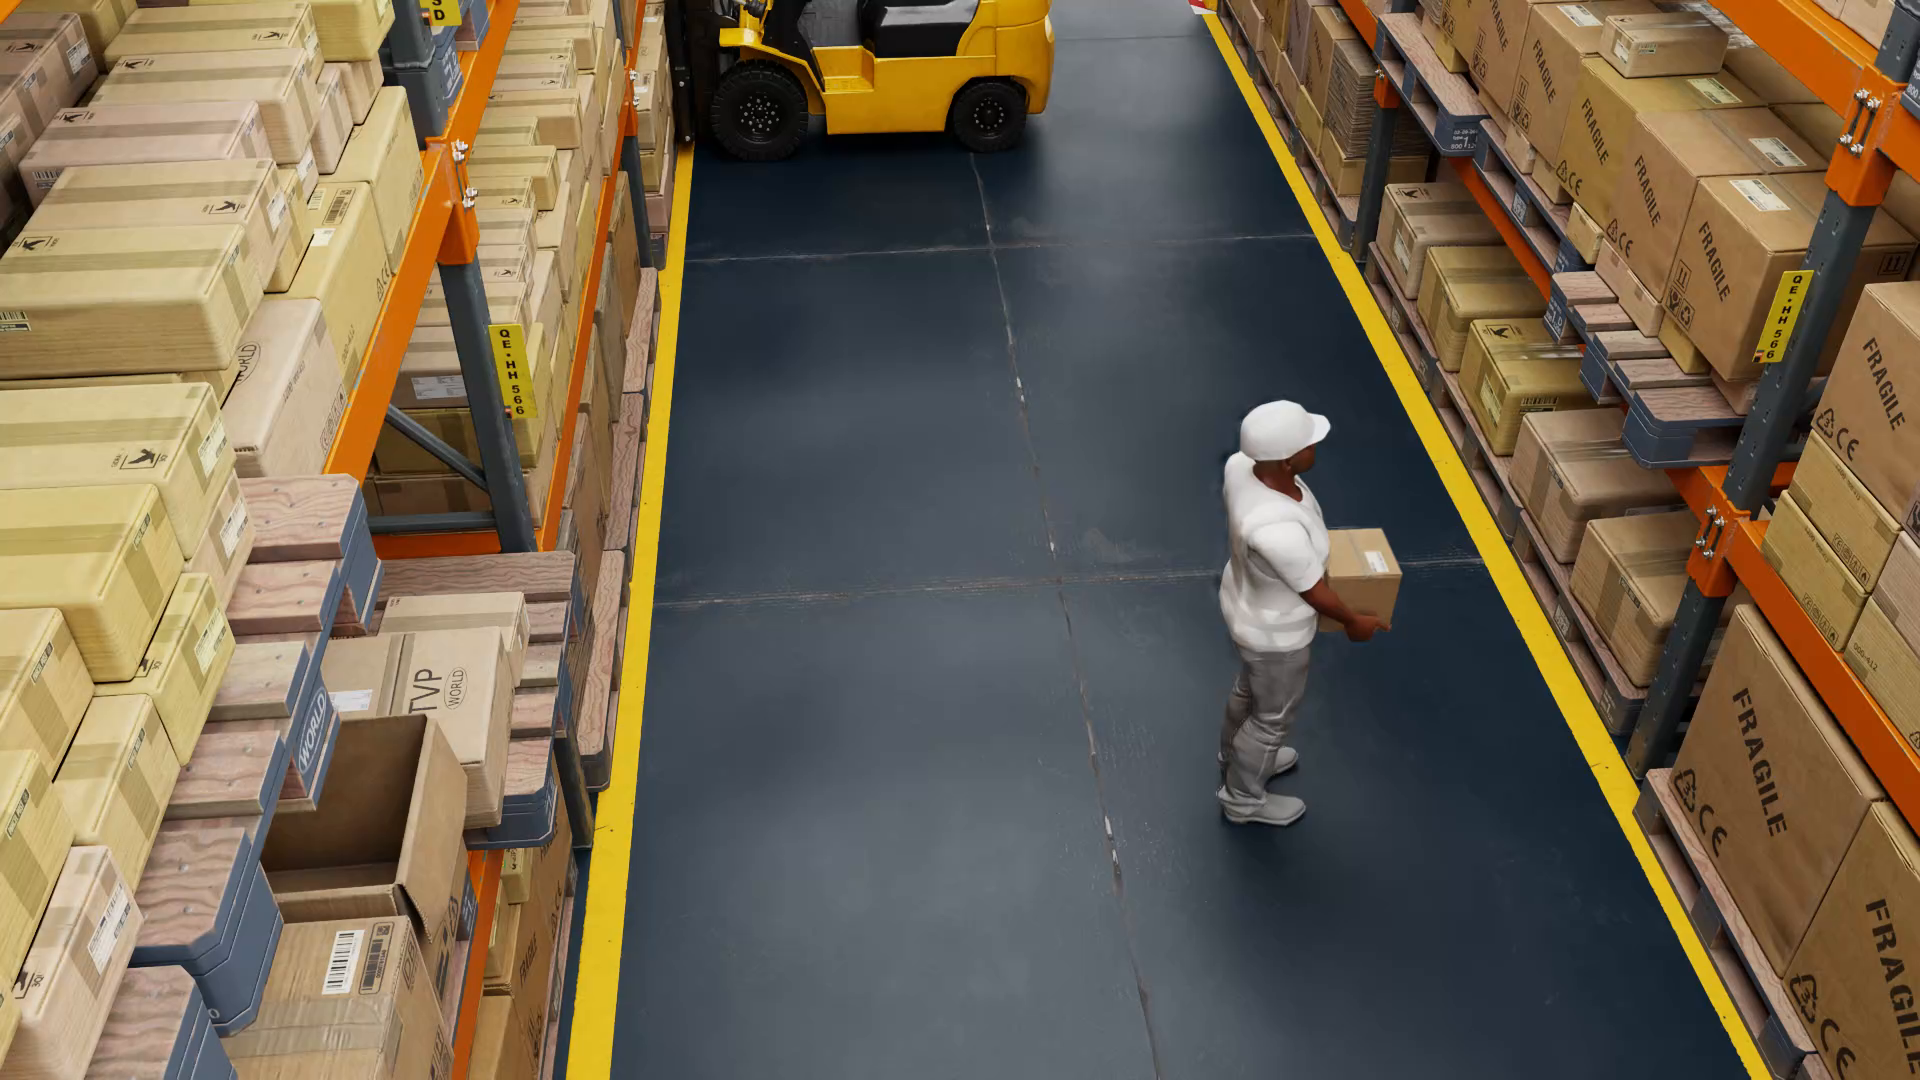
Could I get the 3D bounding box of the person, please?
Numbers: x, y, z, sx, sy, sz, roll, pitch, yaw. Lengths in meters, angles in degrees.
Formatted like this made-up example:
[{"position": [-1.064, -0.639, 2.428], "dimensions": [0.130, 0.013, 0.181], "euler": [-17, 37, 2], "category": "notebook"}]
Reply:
[{"position": [1.175, 0.258, 5.815], "dimensions": [0.575, 1.767, 0.510], "euler": [-2, 39, -3], "category": "person"}]
